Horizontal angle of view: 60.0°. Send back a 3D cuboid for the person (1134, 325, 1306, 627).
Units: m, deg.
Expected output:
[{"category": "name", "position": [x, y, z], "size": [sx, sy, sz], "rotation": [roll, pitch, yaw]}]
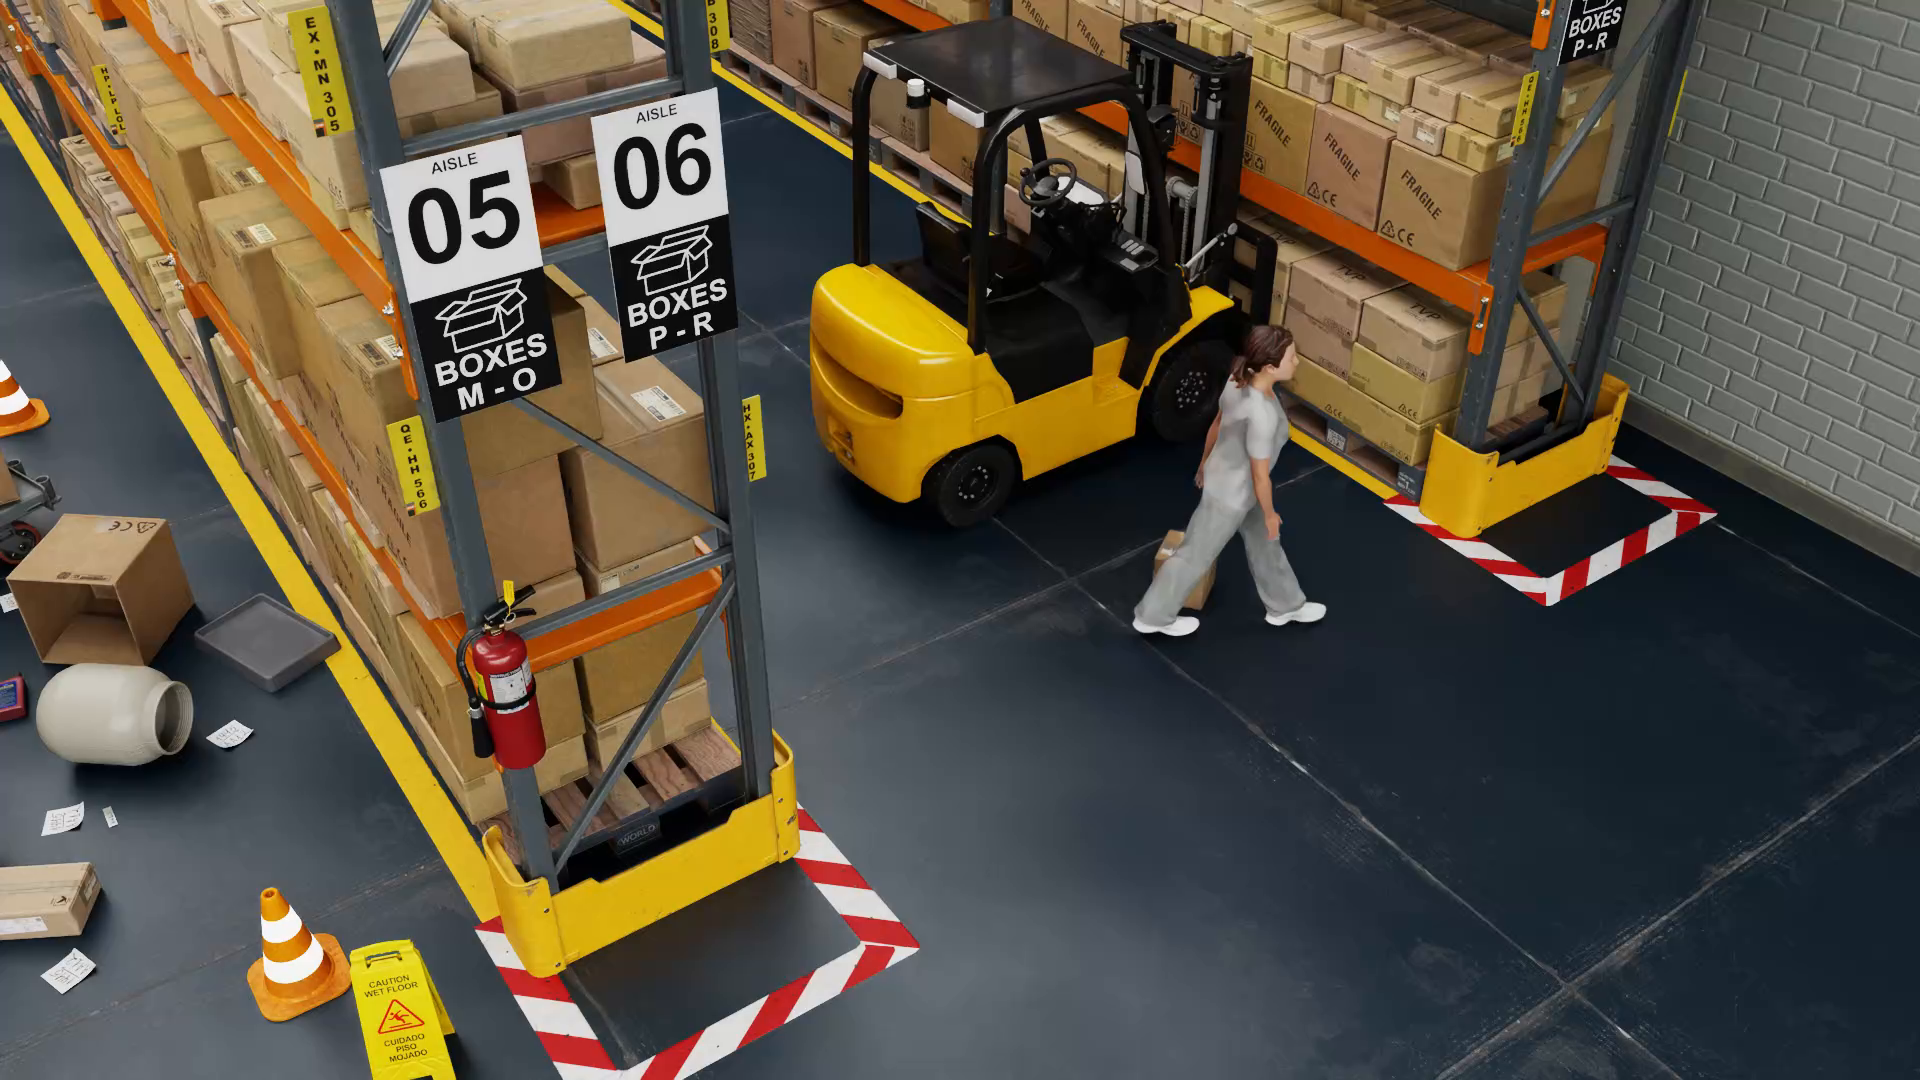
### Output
[{"category": "person", "position": [1.210, -0.248, 7.273], "size": [0.804, 1.551, 0.469], "rotation": [1, 37, 2]}]
